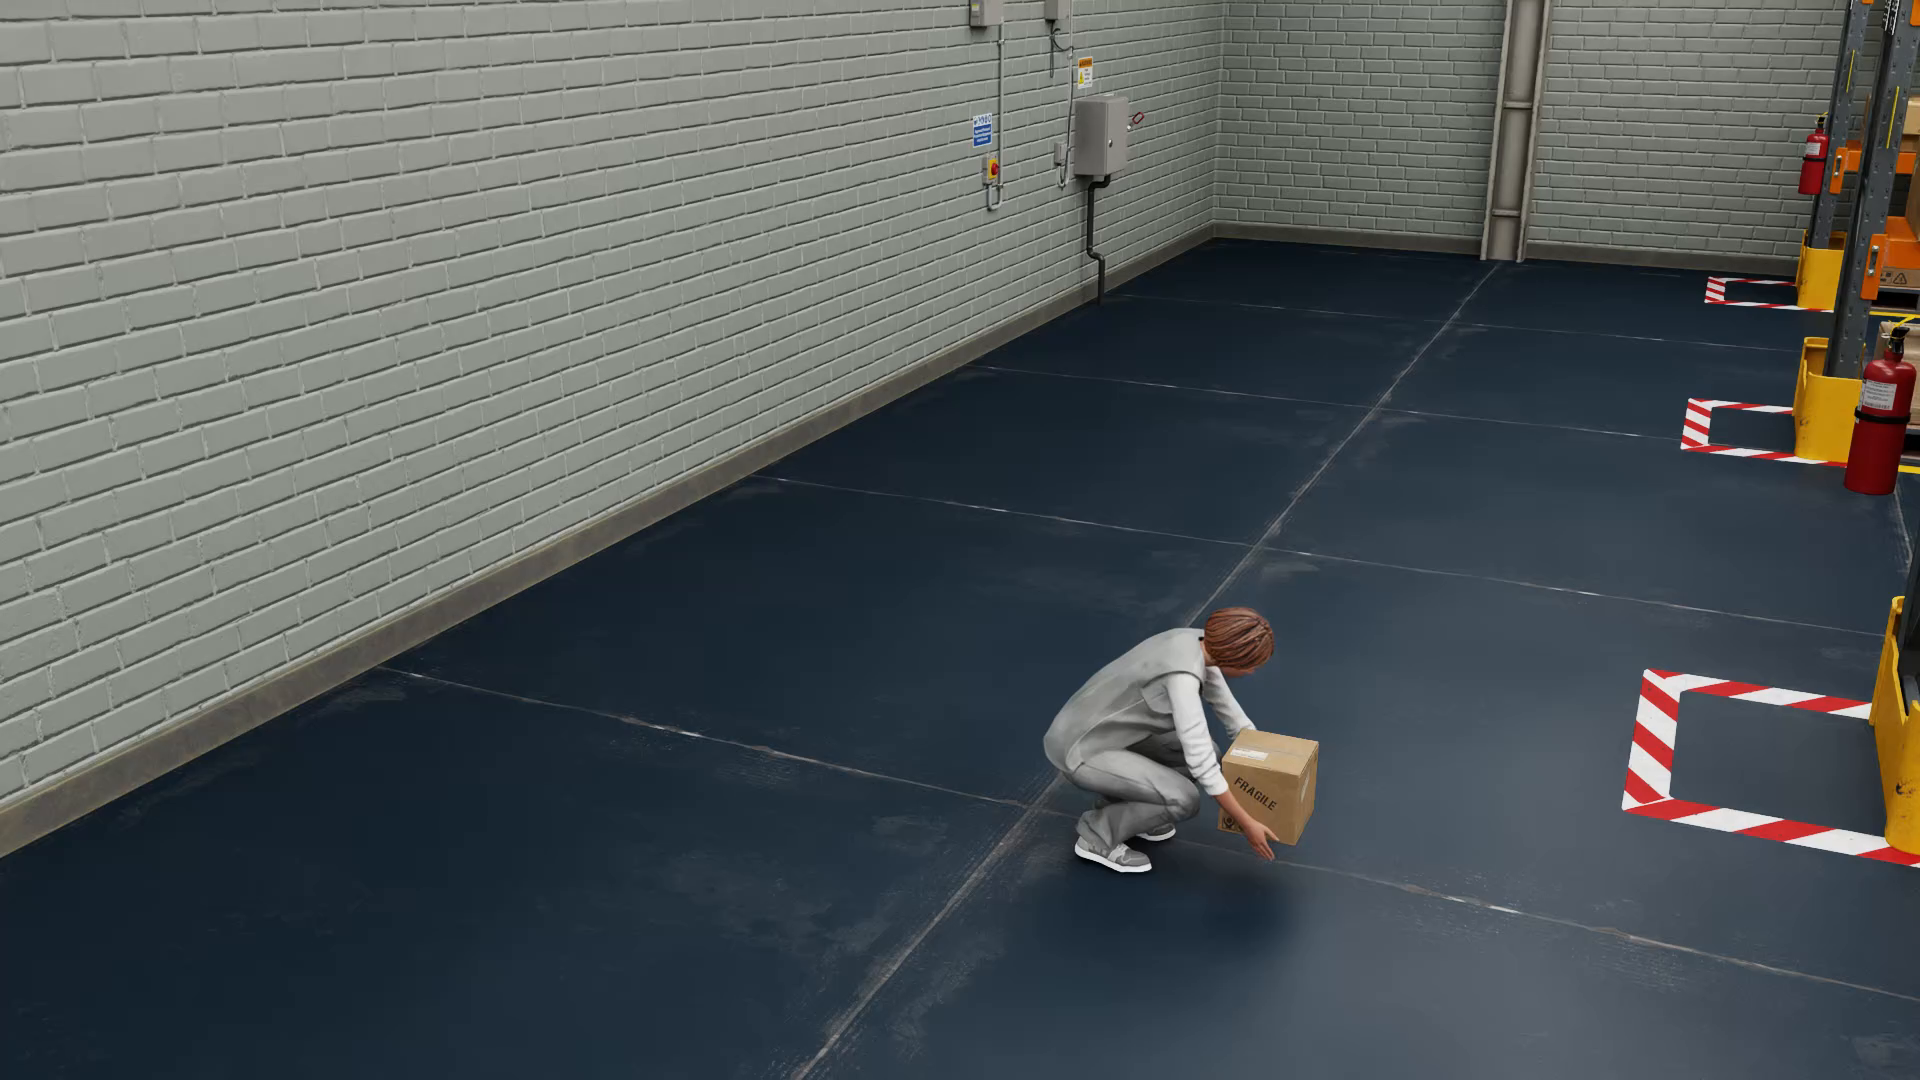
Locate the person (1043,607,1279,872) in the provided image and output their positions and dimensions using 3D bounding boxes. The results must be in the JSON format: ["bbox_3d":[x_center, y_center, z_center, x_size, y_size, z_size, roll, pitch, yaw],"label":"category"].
[{"bbox_3d":[0.676,0.625,5.367,0.816,0.902,0.433,8,21,22],"label":"person"}]
